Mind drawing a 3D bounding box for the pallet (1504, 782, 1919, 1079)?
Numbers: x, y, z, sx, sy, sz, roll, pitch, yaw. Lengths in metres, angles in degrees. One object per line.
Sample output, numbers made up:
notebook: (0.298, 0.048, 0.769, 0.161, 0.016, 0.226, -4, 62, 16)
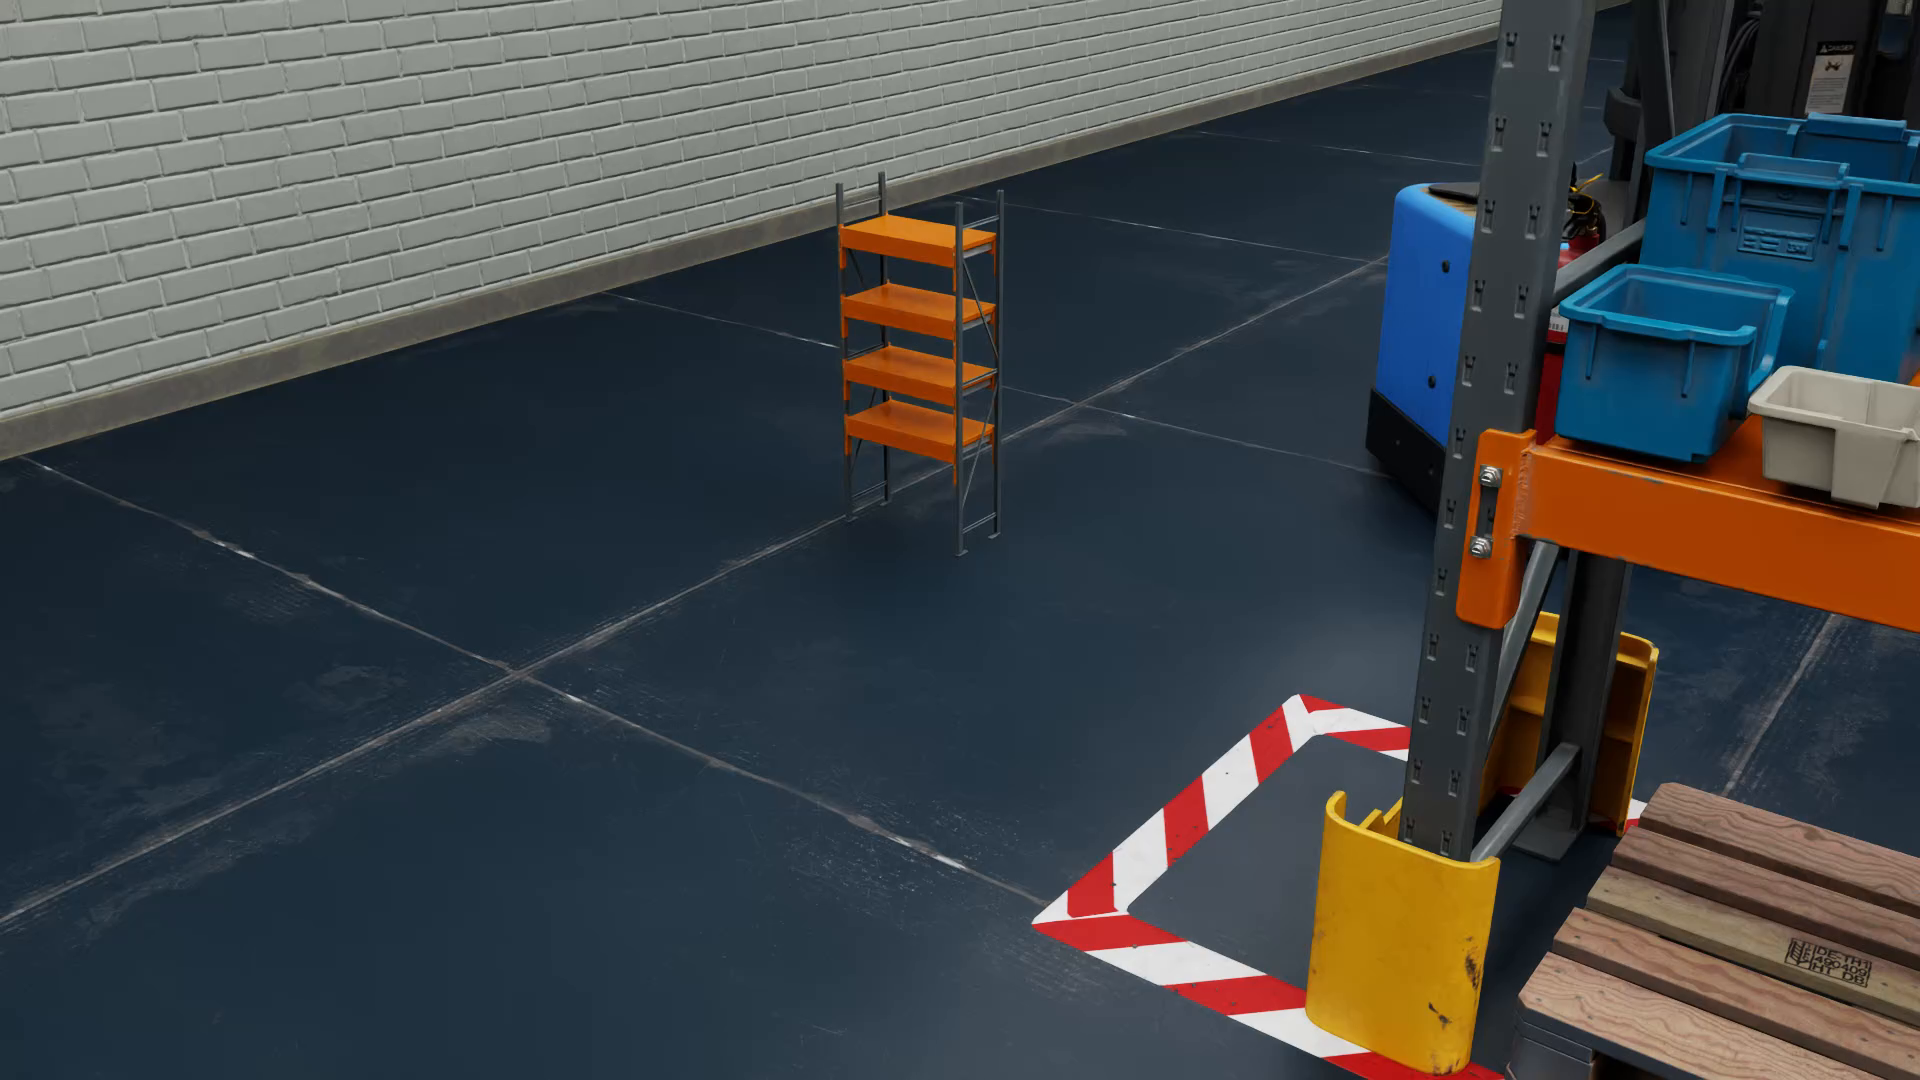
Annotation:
pallet: (1.852, 0.969, 3.289, 1.213, 0.211, 1.003, 17, 29, 33)

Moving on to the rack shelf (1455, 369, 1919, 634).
rack shelf: (2.815, 0.294, 2.256, 4.000, 0.370, 1.077, 17, 29, 33)

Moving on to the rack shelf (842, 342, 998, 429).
rack shelf: (-0.132, -0.528, 5.626, 0.480, 0.148, 0.258, 17, 29, 33)

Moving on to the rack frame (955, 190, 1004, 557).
rack frame: (0.063, -0.530, 5.465, 0.015, 1.200, 0.240, 17, 29, 33)

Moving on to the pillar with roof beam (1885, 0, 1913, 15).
pillar with roof beam: (8.904, -9.216, 15.506, 0.400, 9.000, 9.100, 17, 29, 33)

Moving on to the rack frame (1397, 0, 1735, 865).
rack frame: (1.215, -0.519, 3.208, 0.127, 3.000, 1.000, 17, 29, 33)

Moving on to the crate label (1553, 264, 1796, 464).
crate label: (1.215, -0.304, 2.853, 0.303, 0.233, 0.416, 17, 29, 33)

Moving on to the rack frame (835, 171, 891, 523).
rack frame: (-0.328, -0.648, 5.733, 0.015, 1.200, 0.240, 17, 29, 33)

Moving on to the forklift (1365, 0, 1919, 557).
forklift: (3.115, -1.544, 5.620, 3.031, 2.935, 1.130, -3, 24, -8)

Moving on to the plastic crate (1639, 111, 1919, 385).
plastic crate: (1.595, -0.542, 3.142, 0.499, 0.435, 0.616, 17, 29, 33)

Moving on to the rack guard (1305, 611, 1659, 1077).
rack guard: (1.188, 0.623, 3.716, 0.348, 0.500, 1.175, 17, 29, 33)

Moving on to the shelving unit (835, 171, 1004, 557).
shelving unit: (-0.132, -0.589, 5.599, 0.503, 1.200, 0.258, 17, 29, 33)

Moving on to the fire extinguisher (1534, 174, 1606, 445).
fire extinguisher: (1.367, -0.496, 3.715, 0.183, 0.674, 0.296, 17, 29, 33)

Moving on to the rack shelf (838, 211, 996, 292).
rack shelf: (-0.132, -0.949, 5.440, 0.480, 0.148, 0.258, 17, 29, 33)

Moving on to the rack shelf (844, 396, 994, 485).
rack shelf: (-0.132, -0.346, 5.706, 0.480, 0.148, 0.258, 17, 29, 33)

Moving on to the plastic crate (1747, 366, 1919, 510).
plastic crate: (1.422, -0.156, 2.636, 0.298, 0.136, 0.250, 17, 29, 33)

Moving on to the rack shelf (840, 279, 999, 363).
rack shelf: (-0.132, -0.732, 5.536, 0.480, 0.148, 0.258, 17, 29, 33)
